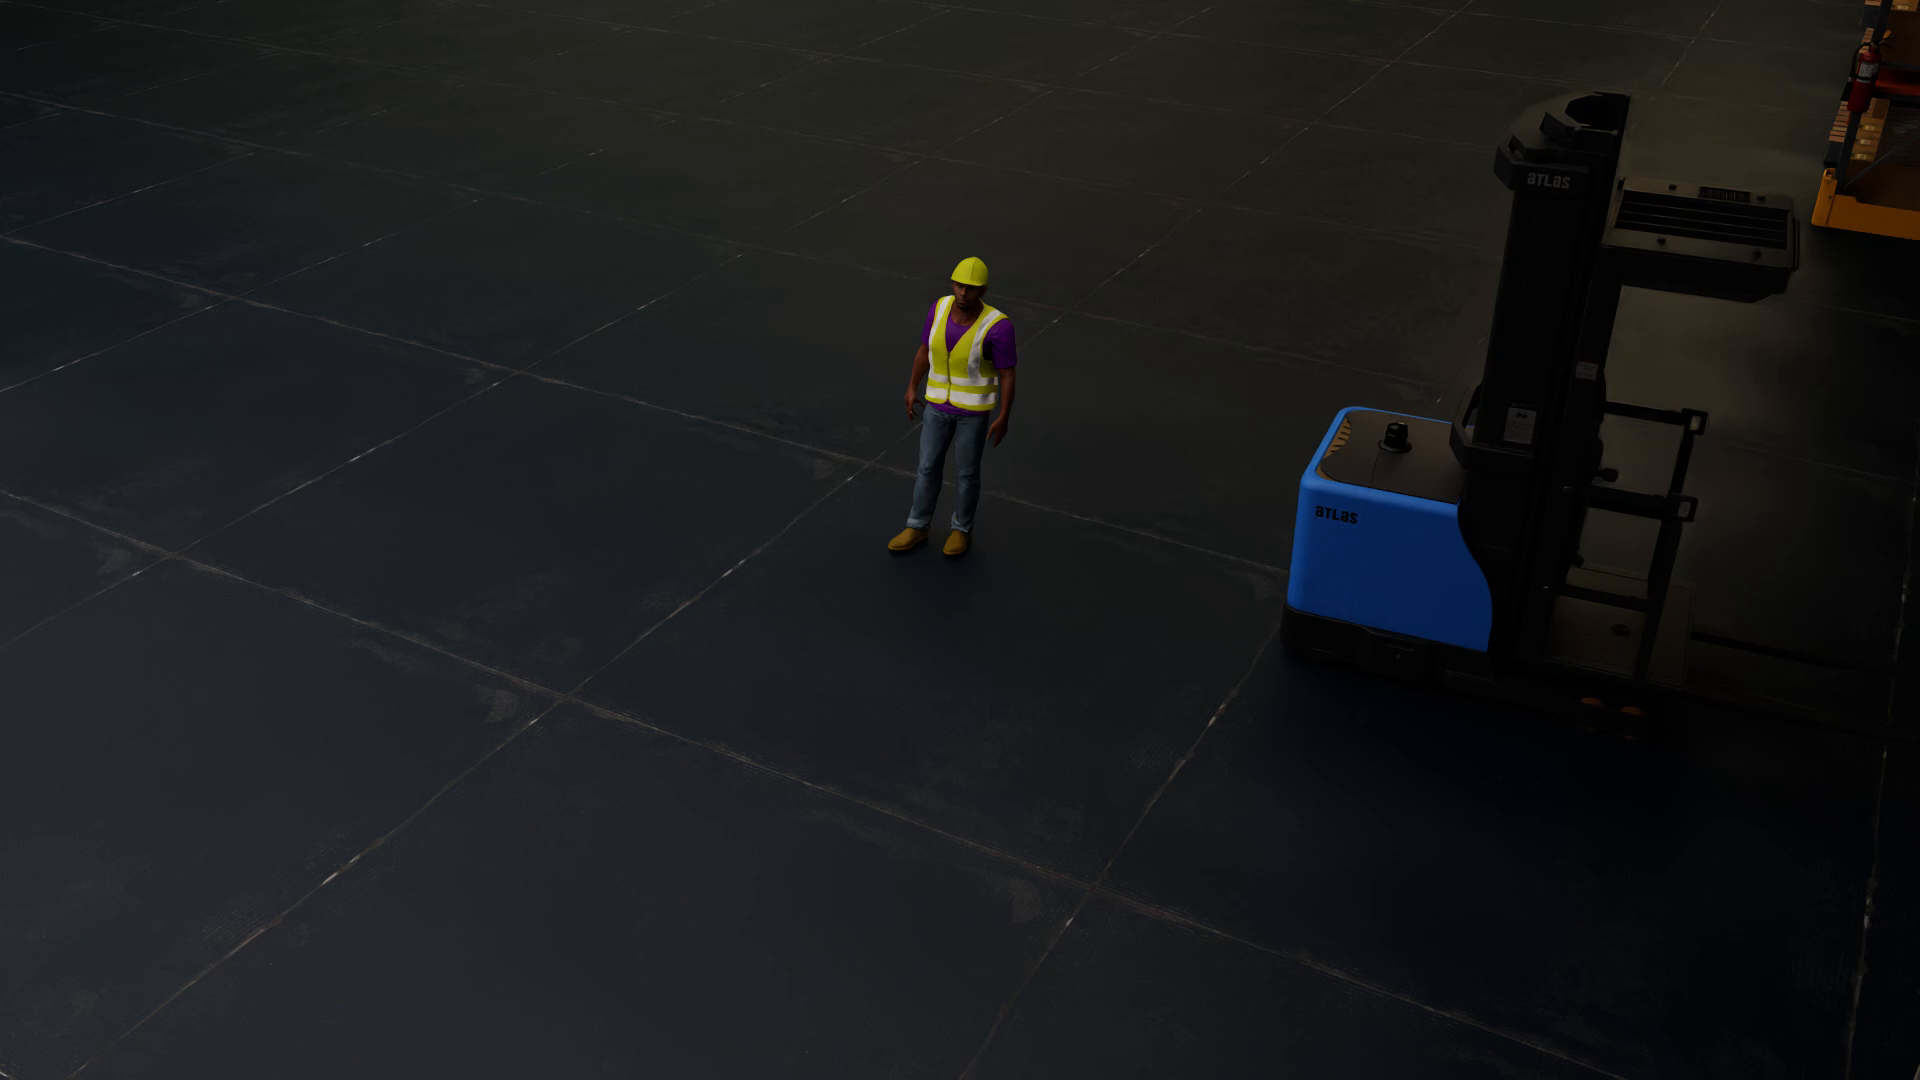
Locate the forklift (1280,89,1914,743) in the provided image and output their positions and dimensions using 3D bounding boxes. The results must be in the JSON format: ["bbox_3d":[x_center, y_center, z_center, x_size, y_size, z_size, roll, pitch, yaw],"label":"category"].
[{"bbox_3d":[3.281,-0.576,8.068,3.031,2.935,1.130,12,32,20],"label":"forklift"}]

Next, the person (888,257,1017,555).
[{"bbox_3d":[-0.038,-0.741,9.507,0.666,1.768,0.575,15,33,25],"label":"person"}]
